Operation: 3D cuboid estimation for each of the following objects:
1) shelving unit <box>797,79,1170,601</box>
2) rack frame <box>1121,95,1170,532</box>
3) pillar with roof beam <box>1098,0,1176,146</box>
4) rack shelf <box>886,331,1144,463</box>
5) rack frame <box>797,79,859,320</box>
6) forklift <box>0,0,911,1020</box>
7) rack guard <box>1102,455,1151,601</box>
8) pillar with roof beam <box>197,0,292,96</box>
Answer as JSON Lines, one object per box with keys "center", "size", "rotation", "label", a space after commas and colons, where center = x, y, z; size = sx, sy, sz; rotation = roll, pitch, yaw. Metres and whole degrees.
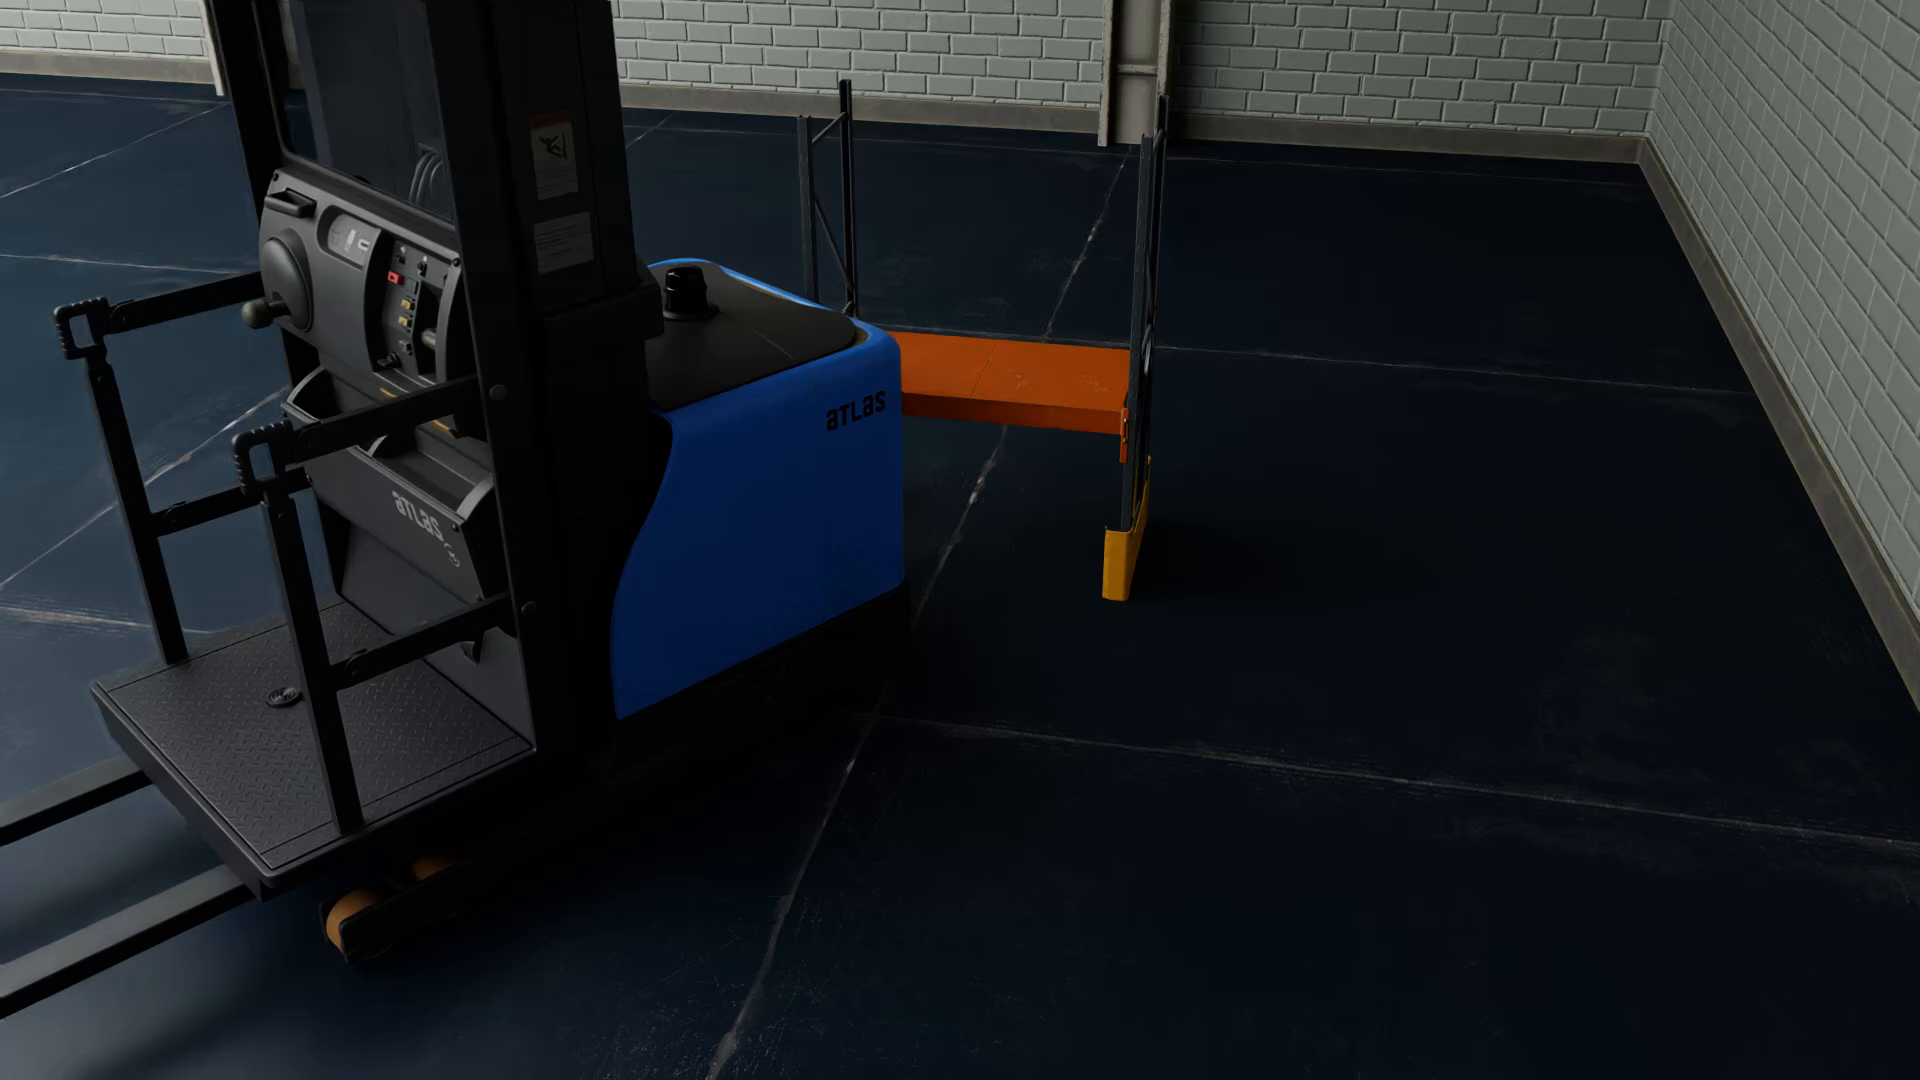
{"center": [0.075, -0.650, 5.376], "size": [1.083, 1.500, 0.587], "rotation": [6, 29, 11], "label": "shelving unit"}
{"center": [0.581, -0.598, 5.281], "size": [0.032, 1.500, 0.500], "rotation": [6, 29, 11], "label": "rack frame"}
{"center": [0.168, -4.383, 4.384], "size": [0.400, 9.000, 9.100], "rotation": [6, 29, 11], "label": "pillar with roof beam"}
{"center": [0.083, -0.492, 5.461], "size": [1.000, 0.185, 0.538], "rotation": [6, 29, 11], "label": "rack shelf"}
{"center": [-0.414, -0.700, 5.467], "size": [0.032, 1.500, 0.500], "rotation": [6, 29, 11], "label": "rack frame"}
{"center": [-1.553, -0.574, 3.746], "size": [3.031, 2.935, 1.130], "rotation": [-25, 37, -38], "label": "forklift"}
{"center": [0.562, -0.052, 5.585], "size": [0.087, 0.250, 0.587], "rotation": [6, 29, 11], "label": "rack guard"}
{"center": [-5.700, -4.984, 5.483], "size": [0.400, 9.000, 9.100], "rotation": [6, 29, 11], "label": "pillar with roof beam"}
